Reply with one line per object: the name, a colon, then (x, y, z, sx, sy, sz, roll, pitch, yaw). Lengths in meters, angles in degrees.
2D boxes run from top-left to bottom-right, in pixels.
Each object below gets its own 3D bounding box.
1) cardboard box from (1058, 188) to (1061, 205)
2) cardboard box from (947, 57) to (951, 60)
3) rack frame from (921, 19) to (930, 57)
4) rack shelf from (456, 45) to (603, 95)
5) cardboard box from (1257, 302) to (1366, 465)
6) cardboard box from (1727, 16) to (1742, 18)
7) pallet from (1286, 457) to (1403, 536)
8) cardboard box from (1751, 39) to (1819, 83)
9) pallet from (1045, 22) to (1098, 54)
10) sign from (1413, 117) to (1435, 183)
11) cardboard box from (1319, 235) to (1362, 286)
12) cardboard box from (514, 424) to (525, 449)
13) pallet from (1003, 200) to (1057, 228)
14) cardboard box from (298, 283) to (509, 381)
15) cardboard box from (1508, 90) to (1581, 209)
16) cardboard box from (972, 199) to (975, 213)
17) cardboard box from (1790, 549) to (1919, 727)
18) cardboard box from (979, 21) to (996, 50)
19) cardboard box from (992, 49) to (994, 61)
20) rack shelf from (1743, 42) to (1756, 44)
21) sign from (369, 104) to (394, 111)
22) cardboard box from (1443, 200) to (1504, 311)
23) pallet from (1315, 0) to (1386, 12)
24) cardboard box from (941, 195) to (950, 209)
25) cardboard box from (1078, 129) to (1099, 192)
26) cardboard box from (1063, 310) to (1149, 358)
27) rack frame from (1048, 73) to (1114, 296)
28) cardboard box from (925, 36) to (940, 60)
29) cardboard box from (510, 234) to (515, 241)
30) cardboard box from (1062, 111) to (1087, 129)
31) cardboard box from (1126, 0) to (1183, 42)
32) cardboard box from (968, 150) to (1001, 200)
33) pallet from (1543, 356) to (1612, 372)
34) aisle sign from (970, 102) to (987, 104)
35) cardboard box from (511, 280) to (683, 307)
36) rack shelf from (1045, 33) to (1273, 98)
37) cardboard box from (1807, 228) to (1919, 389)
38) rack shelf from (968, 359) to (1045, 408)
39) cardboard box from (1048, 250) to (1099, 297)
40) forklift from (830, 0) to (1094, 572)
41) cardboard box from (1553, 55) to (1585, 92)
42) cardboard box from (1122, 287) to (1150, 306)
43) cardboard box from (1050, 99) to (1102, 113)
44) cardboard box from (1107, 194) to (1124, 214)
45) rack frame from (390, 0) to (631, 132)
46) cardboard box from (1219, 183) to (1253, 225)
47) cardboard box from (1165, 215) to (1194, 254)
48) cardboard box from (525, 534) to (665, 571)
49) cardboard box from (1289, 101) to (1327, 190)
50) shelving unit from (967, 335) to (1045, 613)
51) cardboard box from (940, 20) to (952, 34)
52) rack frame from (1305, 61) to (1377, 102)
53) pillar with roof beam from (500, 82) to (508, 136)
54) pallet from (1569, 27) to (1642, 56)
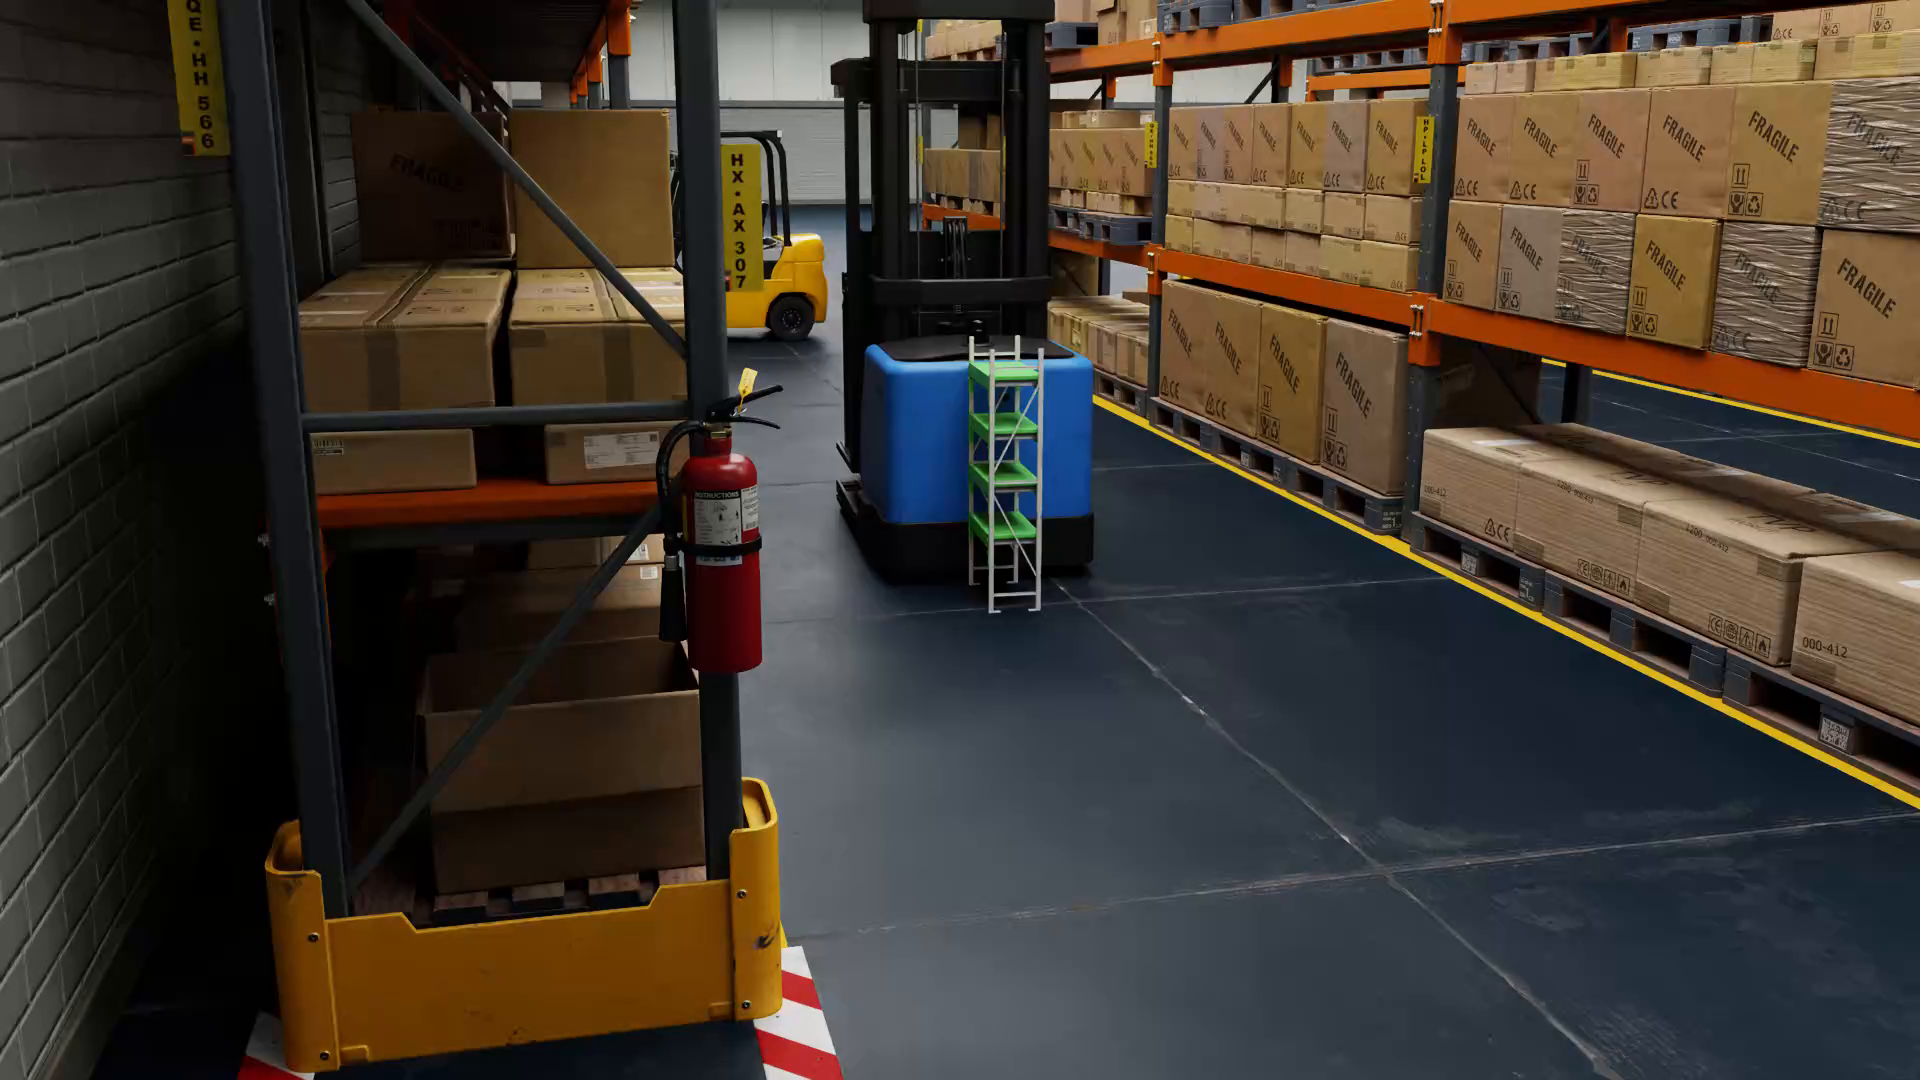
cardboard box: (1.073, -3.015, 14.593, 0.380, 0.149, 0.250, -3, 14, -13)
cardboard box: (0.066, -5.305, 18.532, 0.380, 0.149, 0.250, -3, 14, -14)
rack frame: (0.044, -7.154, 19.247, 1.000, 3.000, 0.127, -3, 14, -13)
rack shelf: (-3.371, -3.685, 12.887, 1.077, 0.370, 4.000, -3, 14, -13)
cardboard box: (2.419, -0.989, 10.248, 0.875, 0.875, 0.875, -3, 14, -12)
cardboard box: (6.356, -4.415, 13.755, 0.380, 0.166, 0.250, -3, 14, -13)
pallet: (2.608, -0.290, 9.670, 1.003, 0.211, 1.213, -3, 14, -13)
cardboard box: (3.170, -1.761, 6.129, 0.380, 0.149, 0.250, -3, 14, -12)
pallet: (1.272, -4.295, 14.262, 1.213, 0.211, 1.003, -3, 14, -13)
sign: (2.337, -1.962, 8.367, 0.100, 0.325, 0.005, -3, 14, -13)
cardboard box: (2.394, -1.605, 9.493, 0.500, 0.250, 0.500, -3, 14, -14)
cardboard box: (-1.033, -0.355, 4.587, 0.380, 0.149, 0.250, -3, 14, -14)
pallet: (1.022, -3.039, 15.450, 1.003, 0.211, 1.213, -3, 14, -13)
cardboard box: (-1.508, -0.553, 4.558, 0.500, 0.250, 0.500, -3, 14, -13)
cardboard box: (2.851, -1.765, 7.514, 0.500, 0.500, 0.500, -3, 14, -14)
cardboard box: (0.339, -3.547, 17.652, 0.380, 0.149, 0.250, -4, 14, -14)
cardboard box: (3.550, 0.346, 5.705, 0.875, 0.438, 0.875, -4, 14, -15)
cardboard box: (0.499, -5.049, 16.641, 0.500, 0.250, 0.500, -4, 14, -14)
cardboard box: (0.542, -4.889, 16.829, 0.380, 0.149, 0.250, -4, 14, -15)
rack shelf: (7.181, -3.339, 11.470, 1.077, 0.370, 4.000, -3, 14, -13)
sign: (-2.500, -1.724, 7.224, 0.100, 0.325, 0.005, -3, 14, -13)
cardboard box: (2.718, -1.397, 8.113, 0.500, 0.500, 0.500, -3, 14, -11)
pallet: (2.599, -3.044, 9.149, 0.805, 0.209, 1.217, -4, 14, -15)
cardboard box: (-0.006, -3.843, 18.866, 0.380, 0.149, 0.250, -3, 14, -12)
cardboard box: (1.294, -3.115, 13.635, 0.500, 0.500, 0.500, -4, 14, -17)
cardboard box: (1.446, -1.797, 14.615, 0.950, 0.372, 0.625, -3, 14, -11)
rack frame: (0.984, -3.317, 16.182, 1.000, 3.000, 0.127, -3, 14, -13)
cardboard box: (-0.097, -5.637, 19.050, 0.500, 0.250, 0.500, -4, 14, -14)
cardboard box: (-2.108, -1.136, 6.945, 0.500, 0.250, 0.500, -3, 14, -14)
cardboard box: (1.106, -3.656, 14.481, 0.380, 0.149, 0.250, -2, 14, -10)
cardboard box: (1.710, -4.119, 12.934, 0.700, 0.500, 0.500, -3, 14, -13)
cardboard box: (0.384, -3.836, 17.471, 0.500, 0.500, 0.500, -3, 14, -12)
pallet: (6.316, -1.805, 15.872, 1.003, 0.211, 1.213, -3, 14, -13)
aisle sign: (0.312, -5.533, 19.775, 0.394, 0.787, 0.004, -3, 14, -13)
cardboard box: (-0.985, -0.578, 4.663, 0.500, 0.250, 0.500, -3, 14, -13)
rack shelf: (1.453, -3.963, 14.023, 1.077, 0.370, 4.000, -3, 14, -13)
cardboard box: (3.328, -0.810, 5.711, 0.500, 0.500, 0.500, -4, 14, -14)
rack shelf: (0.205, -0.717, 7.579, 0.258, 0.148, 0.480, -2, 14, -10)
cardboard box: (1.107, -2.700, 16.988, 0.500, 0.500, 0.500, -3, 14, -11)
forklift: (-0.111, -1.569, 9.175, 1.130, 2.935, 3.031, -2, 14, -10)
cardboard box: (2.860, -2.057, 7.344, 0.380, 0.149, 0.250, -3, 14, -14)
cardboard box: (2.055, -2.426, 17.800, 0.500, 0.500, 0.500, 7, 15, 26)
cardboard box: (1.091, -4.109, 16.481, 0.700, 0.500, 0.500, -3, 14, -14)
cardboard box: (1.381, -2.652, 13.105, 0.380, 0.149, 0.250, -3, 14, -14)
rack frame: (-1.962, -1.193, 7.492, 1.000, 3.000, 0.127, -3, 14, -13)
cardboard box: (2.027, -2.198, 10.867, 0.500, 0.250, 0.500, -3, 14, -13)
cardboard box: (1.793, -2.194, 11.903, 0.500, 0.250, 0.500, -4, 14, -14)
cardboard box: (-1.264, 0.266, 5.899, 0.500, 0.500, 0.500, -3, 14, -12)
cardboard box: (2.285, -2.331, 9.832, 0.500, 0.500, 0.500, -3, 14, -11)
shelving unit: (0.205, -0.313, 7.678, 0.258, 1.200, 0.503, -2, 14, -10)
cardboard box: (-0.011, -5.688, 18.417, 0.380, 0.149, 0.250, -3, 14, -13)
rack frame: (4.832, -4.538, 21.183, 1.000, 3.000, 0.127, -3, 14, -13)
pillar with roof beam: (-6.944, -12.442, 40.892, 9.100, 9.000, 0.400, -3, 14, -13)
pallet: (6.243, -4.462, 14.947, 1.003, 0.211, 1.213, -3, 14, -11)
